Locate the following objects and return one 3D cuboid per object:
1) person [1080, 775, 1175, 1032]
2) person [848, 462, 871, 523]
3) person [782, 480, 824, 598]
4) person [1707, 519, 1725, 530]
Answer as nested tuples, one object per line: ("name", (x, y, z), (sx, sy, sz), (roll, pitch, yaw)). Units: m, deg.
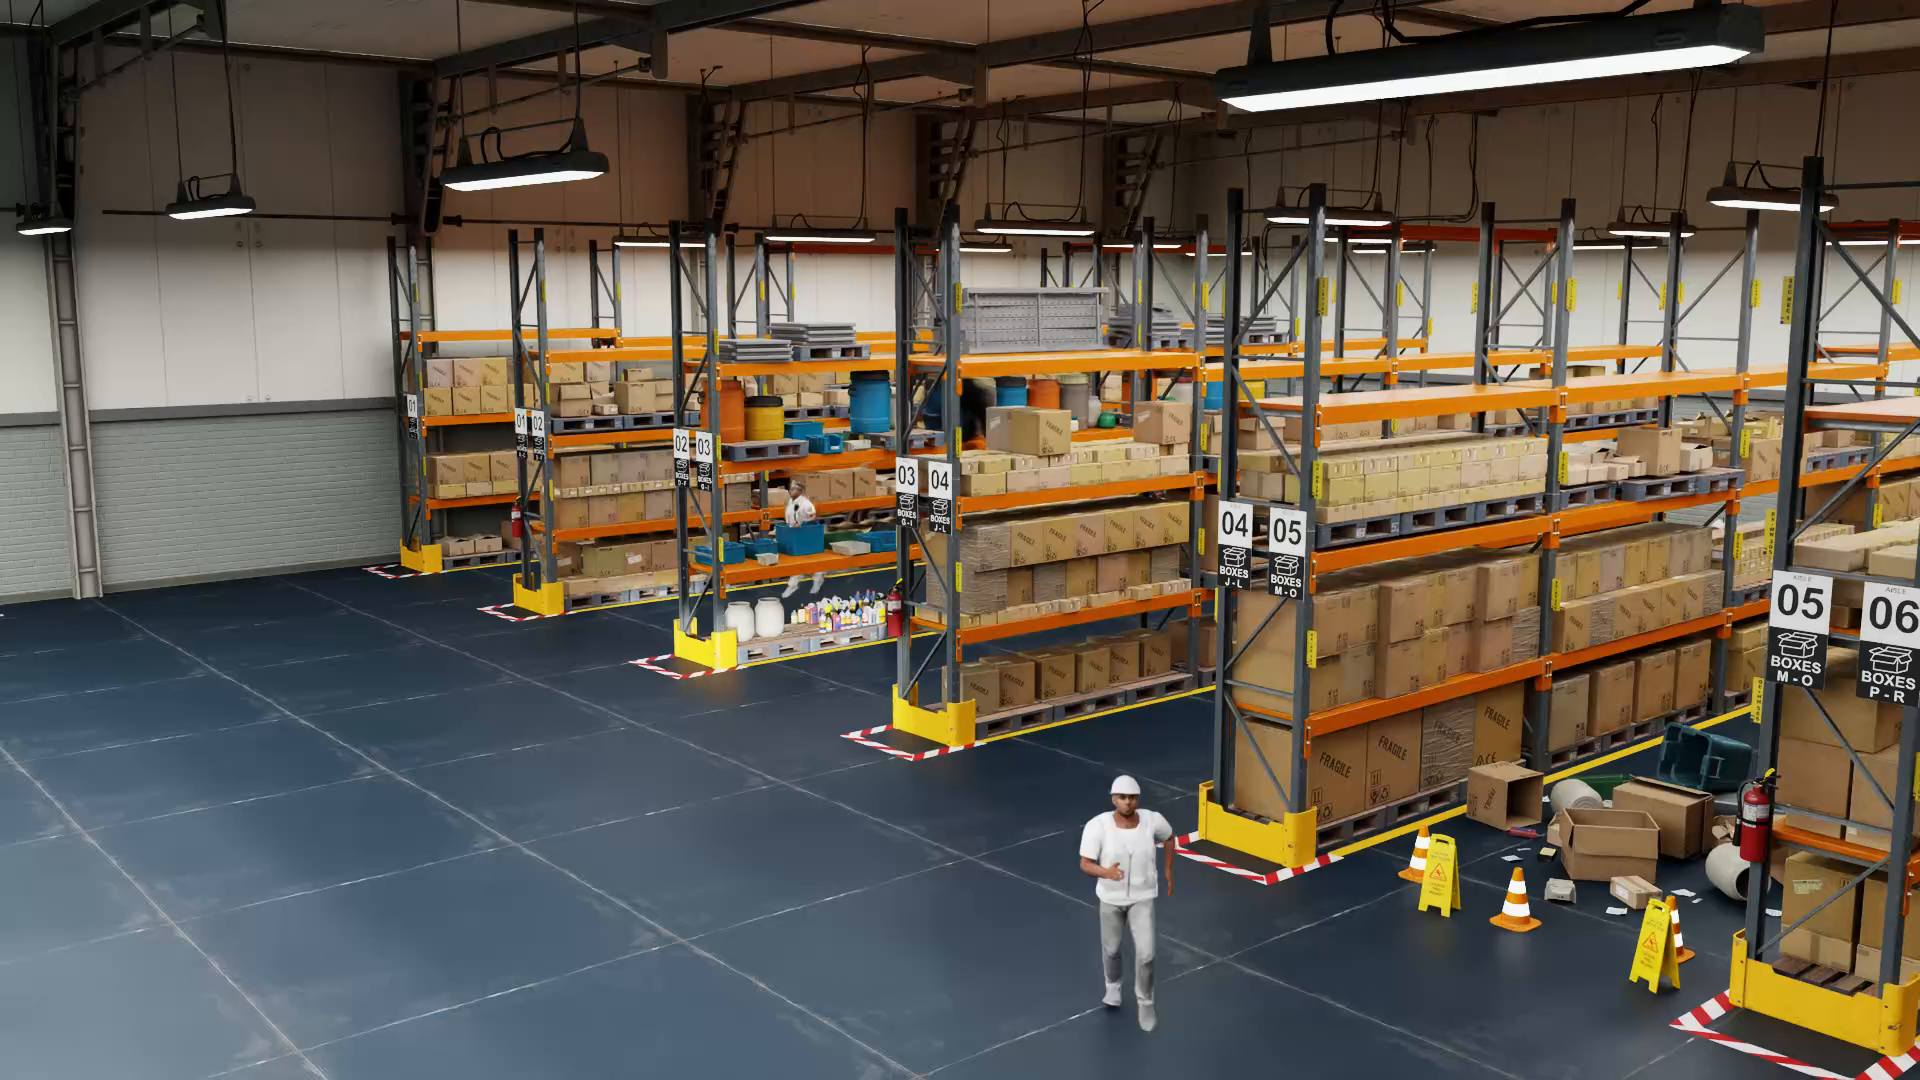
("person", (1.174, 2.534, 11.633), (0.684, 1.816, 0.731), (0, 9, 3))
("person", (-1.973, -0.732, 33.006), (0.649, 1.674, 0.556), (8, 12, 42))
("person", (-2.484, -0.032, 26.391), (0.748, 1.864, 0.675), (-8, 12, -43))
("person", (10.960, 0.614, 24.116), (0.763, 1.838, 0.625), (-7, 11, -38))
